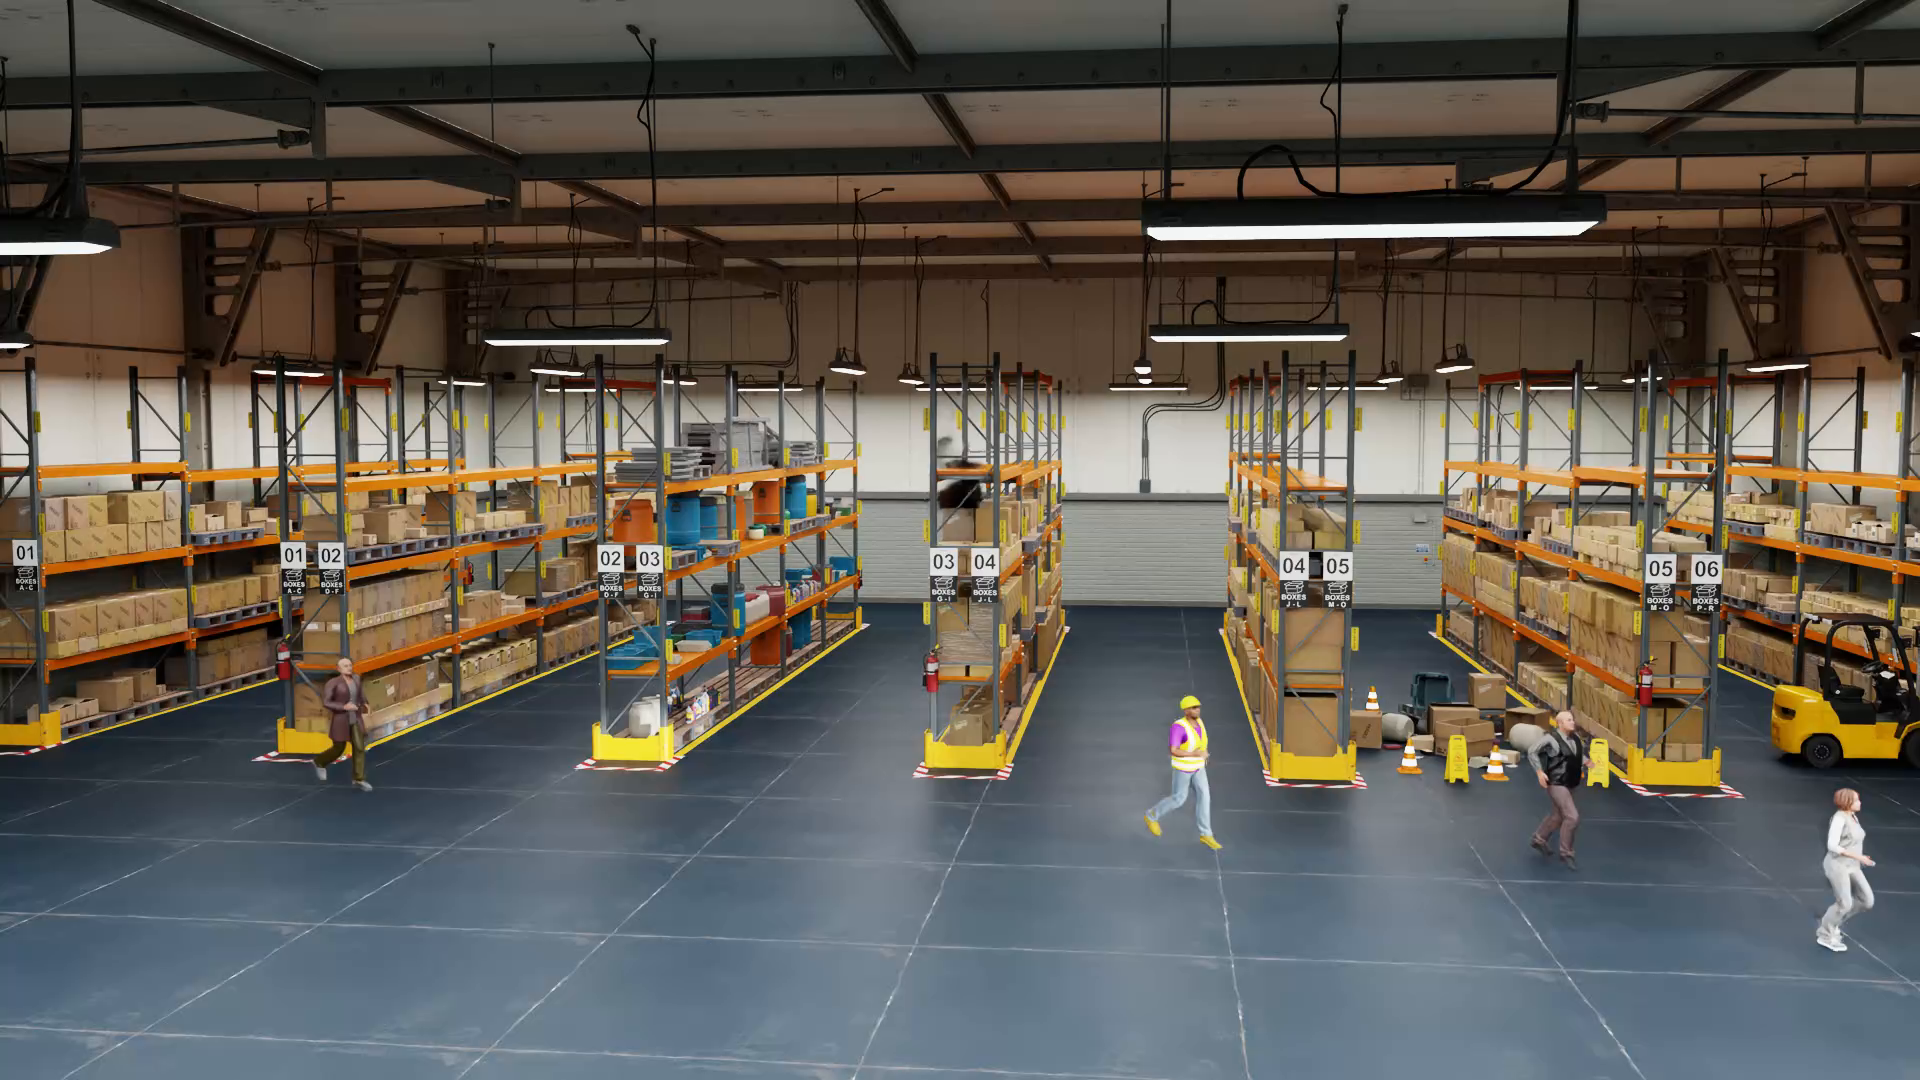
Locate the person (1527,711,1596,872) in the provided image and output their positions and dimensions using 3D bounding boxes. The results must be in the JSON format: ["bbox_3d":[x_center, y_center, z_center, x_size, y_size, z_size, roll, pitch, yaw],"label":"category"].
[{"bbox_3d":[6.820,2.821,18.855,0.642,1.782,0.783,-3,5,-36],"label":"person"}]

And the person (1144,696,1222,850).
[{"bbox_3d":[2.674,2.722,19.722,0.711,1.782,0.985,-4,6,-44],"label":"person"}]

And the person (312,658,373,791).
[{"bbox_3d":[-8.438,2.506,22.788,1.044,1.793,0.718,3,5,36],"label":"person"}]

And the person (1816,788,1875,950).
[{"bbox_3d":[8.362,3.110,15.665,0.538,1.564,0.535,-3,5,-40],"label":"person"}]
